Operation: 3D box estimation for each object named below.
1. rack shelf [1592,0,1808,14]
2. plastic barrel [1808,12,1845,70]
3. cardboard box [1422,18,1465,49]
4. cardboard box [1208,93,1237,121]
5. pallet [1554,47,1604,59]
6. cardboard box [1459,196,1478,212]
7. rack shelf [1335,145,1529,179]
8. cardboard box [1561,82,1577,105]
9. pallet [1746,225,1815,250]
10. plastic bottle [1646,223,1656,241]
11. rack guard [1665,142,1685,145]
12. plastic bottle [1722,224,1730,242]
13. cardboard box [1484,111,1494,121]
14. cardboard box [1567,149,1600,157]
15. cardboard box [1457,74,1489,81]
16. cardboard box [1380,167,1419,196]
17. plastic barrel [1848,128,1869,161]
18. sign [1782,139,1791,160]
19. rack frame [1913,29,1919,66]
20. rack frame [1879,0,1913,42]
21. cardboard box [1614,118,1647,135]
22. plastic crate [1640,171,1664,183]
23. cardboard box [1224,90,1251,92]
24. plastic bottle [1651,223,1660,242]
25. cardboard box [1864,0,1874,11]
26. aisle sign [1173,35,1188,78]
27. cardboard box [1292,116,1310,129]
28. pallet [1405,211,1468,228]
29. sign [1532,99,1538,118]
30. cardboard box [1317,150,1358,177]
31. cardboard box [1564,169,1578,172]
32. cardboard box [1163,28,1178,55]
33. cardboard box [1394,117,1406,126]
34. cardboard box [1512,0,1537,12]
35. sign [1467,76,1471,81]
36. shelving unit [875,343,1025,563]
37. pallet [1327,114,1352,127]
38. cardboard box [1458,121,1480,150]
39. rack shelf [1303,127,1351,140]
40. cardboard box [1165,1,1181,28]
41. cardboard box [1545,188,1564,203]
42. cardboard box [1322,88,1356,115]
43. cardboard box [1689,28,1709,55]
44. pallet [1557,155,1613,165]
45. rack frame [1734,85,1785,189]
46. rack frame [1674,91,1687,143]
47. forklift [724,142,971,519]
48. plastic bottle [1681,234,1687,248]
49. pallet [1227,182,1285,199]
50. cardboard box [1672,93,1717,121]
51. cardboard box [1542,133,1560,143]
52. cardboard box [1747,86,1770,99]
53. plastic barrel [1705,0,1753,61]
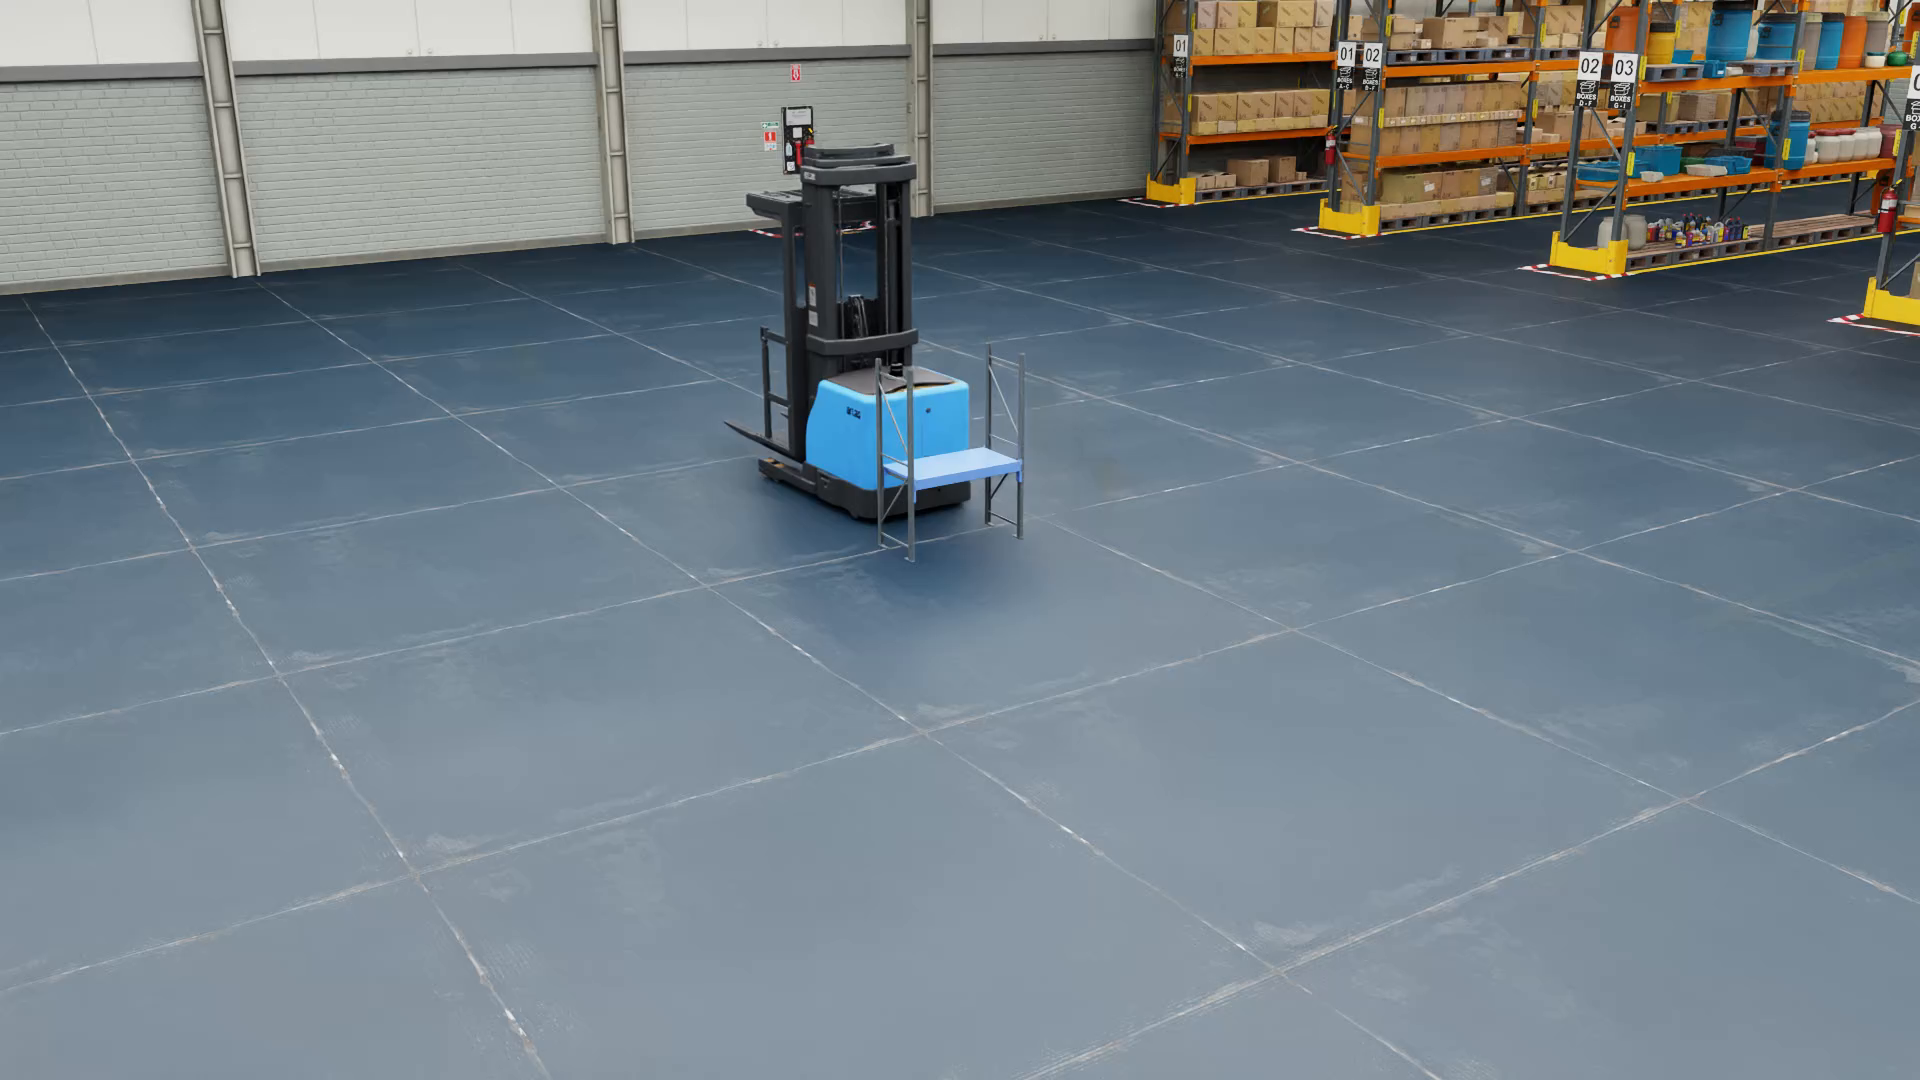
[{"bbox_3d":[11.279,-8.238,25.310,4.000,0.370,1.077,-12,22,-31],"label":"rack shelf"},{"bbox_3d":[14.347,-8.315,27.691,0.708,0.901,0.600,-12,22,-31],"label":"plastic barrel"},{"bbox_3d":[8.425,-8.853,29.033,0.500,0.500,0.500,-12,22,-31],"label":"cardboard box"},{"bbox_3d":[5.142,-8.606,33.049,0.500,0.500,0.500,-12,22,-31],"label":"cardboard box"},{"bbox_3d":[12.119,-9.299,31.679,1.213,0.211,1.003,-11,21,-29],"label":"pallet"},{"bbox_3d":[9.129,-6.183,30.488,0.500,0.250,0.500,-12,22,-31],"label":"cardboard box"},{"bbox_3d":[8.558,-6.911,30.127,4.000,0.370,1.077,-12,22,-31],"label":"rack shelf"},{"bbox_3d":[13.935,-10.387,38.633,0.500,0.500,0.500,-12,22,-32],"label":"cardboard box"},{"bbox_3d":[13.584,-5.106,28.020,1.213,0.211,1.003,-12,22,-31],"label":"pallet"},{"bbox_3d":[11.127,-4.970,26.828,0.135,0.276,0.152,-12,22,-31],"label":"plastic bottle"},{"bbox_3d":[17.543,-9.862,41.636,0.348,0.500,1.175,-12,22,-31],"label":"rack guard"},{"bbox_3d":[12.297,-4.936,26.716,0.133,0.283,0.061,-10,21,-28],"label":"plastic bottle"},{"bbox_3d":[9.475,-7.717,30.220,0.250,0.149,0.380,-12,22,-32],"label":"cardboard box"},{"bbox_3d":[14.863,-9.457,39.781,0.500,0.500,0.700,-12,22,-31],"label":"cardboard box"},{"bbox_3d":[11.386,-10.202,36.916,0.500,0.250,0.500,-11,22,-30],"label":"cardboard box"},{"bbox_3d":[7.999,-6.505,30.271,0.500,0.500,0.500,-12,22,-31],"label":"cardboard box"},{"bbox_3d":[15.197,-6.724,28.275,0.421,0.512,0.421,0,19,0],"label":"plastic barrel"},{"bbox_3d":[13.243,-6.261,26.648,0.005,0.325,0.100,-12,22,-31],"label":"sign"},{"bbox_3d":[12.333,-7.091,20.170,0.127,3.000,1.000,-12,22,-31],"label":"rack frame"},{"bbox_3d":[16.290,-9.825,28.256,0.127,3.000,1.000,-12,22,-31],"label":"rack frame"},{"bbox_3d":[13.241,-8.214,32.998,0.500,0.311,0.500,-10,21,-28],"label":"cardboard box"},{"bbox_3d":[10.533,-5.521,25.303,0.250,0.136,0.298,-12,22,-31],"label":"plastic crate"},{"bbox_3d":[5.713,-8.925,33.992,0.500,0.500,0.500,-12,22,-31],"label":"cardboard box"},{"bbox_3d":[11.186,-4.945,26.743,0.133,0.283,0.061,-12,22,-31],"label":"plastic bottle"},{"bbox_3d":[19.366,-11.500,36.176,0.500,0.500,0.700,-12,22,-31],"label":"cardboard box"},{"bbox_3d":[4.265,-9.363,32.196,0.004,0.787,0.394,-12,22,-31],"label":"aisle sign"},{"bbox_3d":[6.851,-8.617,34.253,0.500,0.250,0.500,-12,22,-31],"label":"cardboard box"},{"bbox_3d":[8.521,-5.938,30.480,1.213,0.211,1.003,-12,22,-31],"label":"pallet"},{"bbox_3d":[10.535,-7.904,30.465,0.005,0.325,0.100,-12,22,-31],"label":"sign"},{"bbox_3d":[8.106,-8.087,35.698,0.500,0.500,0.700,-11,22,-30],"label":"cardboard box"},{"bbox_3d":[11.994,-7.044,32.158,0.500,0.311,0.500,-11,22,-30],"label":"cardboard box"},{"bbox_3d":[4.369,-9.843,32.806,0.500,0.500,0.500,-10,21,-28],"label":"cardboard box"},{"bbox_3d":[7.553,-7.313,29.024,0.250,0.149,0.380,-13,22,-33],"label":"cardboard box"},{"bbox_3d":[12.922,-12.149,37.798,0.500,0.250,0.500,-13,22,-33],"label":"cardboard box"},{"bbox_3d":[11.148,-10.001,36.458,0.005,0.325,0.100,-12,22,-31],"label":"sign"},{"bbox_3d":[-0.071,-0.695,12.960,1.048,1.500,0.538,-12,22,-31],"label":"shelving unit"},{"bbox_3d":[8.219,-8.933,35.285,1.213,0.211,1.003,-12,22,-31],"label":"pallet"},{"bbox_3d":[9.003,-7.390,30.264,0.500,0.500,0.700,-12,22,-31],"label":"cardboard box"},{"bbox_3d":[9.171,-8.940,36.129,4.000,0.370,1.077,-12,22,-31],"label":"rack shelf"},{"bbox_3d":[4.376,-10.321,32.659,0.500,0.500,0.500,-11,21,-29],"label":"cardboard box"},{"bbox_3d":[11.129,-6.595,31.707,0.500,0.250,0.500,-11,22,-30],"label":"cardboard box"},{"bbox_3d":[7.945,-9.265,35.123,0.500,0.500,0.700,-12,22,-31],"label":"cardboard box"},{"bbox_3d":[14.341,-9.953,33.161,0.500,0.500,0.910,-12,22,-31],"label":"cardboard box"},{"bbox_3d":[14.860,-9.130,39.920,1.213,0.211,1.003,-12,22,-31],"label":"pallet"},{"bbox_3d":[16.910,-9.013,35.222,0.127,3.000,1.000,-12,22,-31],"label":"rack frame"},{"bbox_3d":[17.523,-11.042,41.224,0.127,3.000,1.000,-12,22,-31],"label":"rack frame"},{"bbox_3d":[-1.146,-1.976,14.515,1.130,2.935,3.031,-12,22,-32],"label":"forklift"},{"bbox_3d":[11.381,-4.711,26.179,0.097,0.201,0.097,0,19,0],"label":"plastic bottle"},{"bbox_3d":[5.939,-7.264,34.401,1.213,0.211,1.003,-12,22,-31],"label":"pallet"},{"bbox_3d":[14.902,-8.806,33.798,0.500,0.500,0.700,-8,20,-21],"label":"cardboard box"},{"bbox_3d":[11.081,-7.587,31.394,0.250,0.149,0.380,-12,22,-31],"label":"cardboard box"},{"bbox_3d":[17.190,-9.693,35.514,0.500,0.500,0.500,-12,22,-31],"label":"cardboard box"},{"bbox_3d":[12.059,-7.989,26.071,0.708,0.901,0.600,-12,22,-31],"label":"plastic barrel"}]
